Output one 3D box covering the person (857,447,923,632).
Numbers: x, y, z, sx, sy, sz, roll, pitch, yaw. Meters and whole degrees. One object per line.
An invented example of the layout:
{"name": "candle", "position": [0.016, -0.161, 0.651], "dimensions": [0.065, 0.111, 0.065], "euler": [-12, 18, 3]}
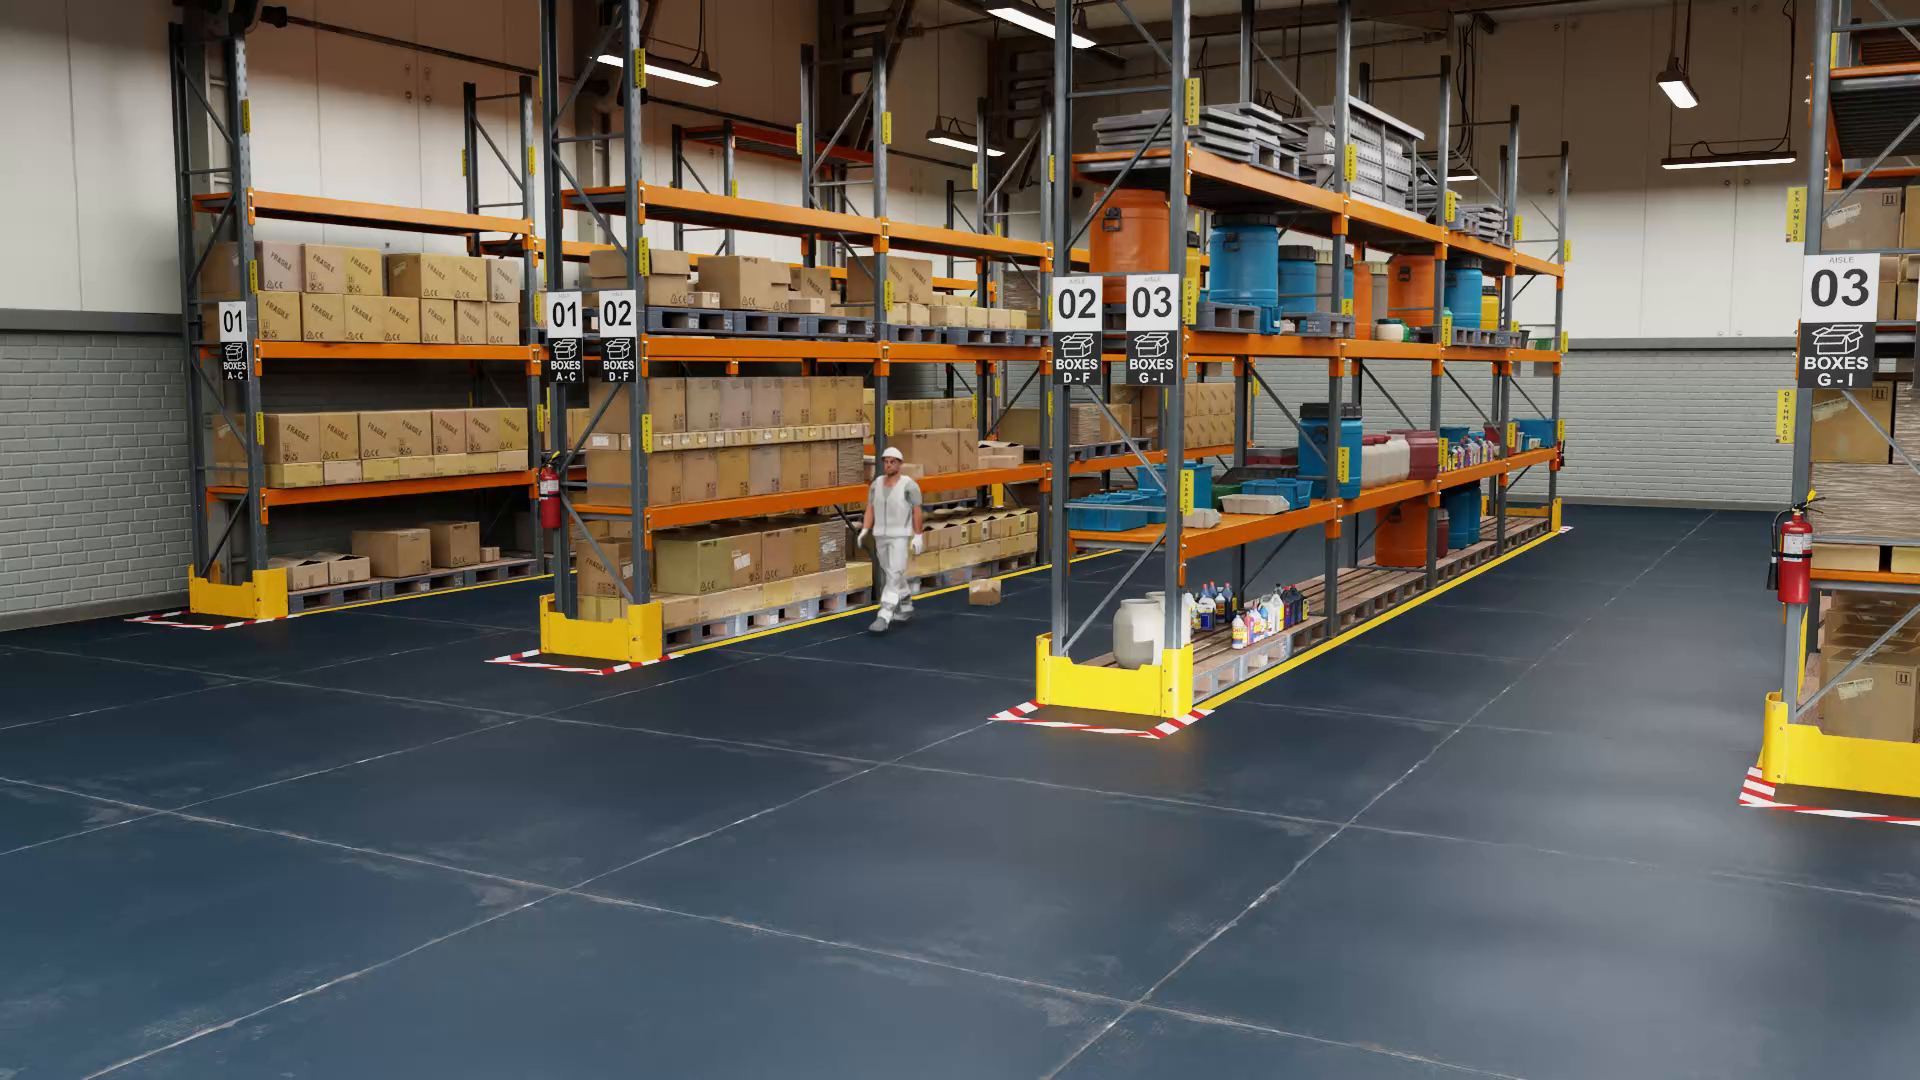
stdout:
{"name": "person", "position": [-0.701, -0.032, 16.068], "dimensions": [0.540, 1.725, 1.031], "euler": [3, 7, 28]}
